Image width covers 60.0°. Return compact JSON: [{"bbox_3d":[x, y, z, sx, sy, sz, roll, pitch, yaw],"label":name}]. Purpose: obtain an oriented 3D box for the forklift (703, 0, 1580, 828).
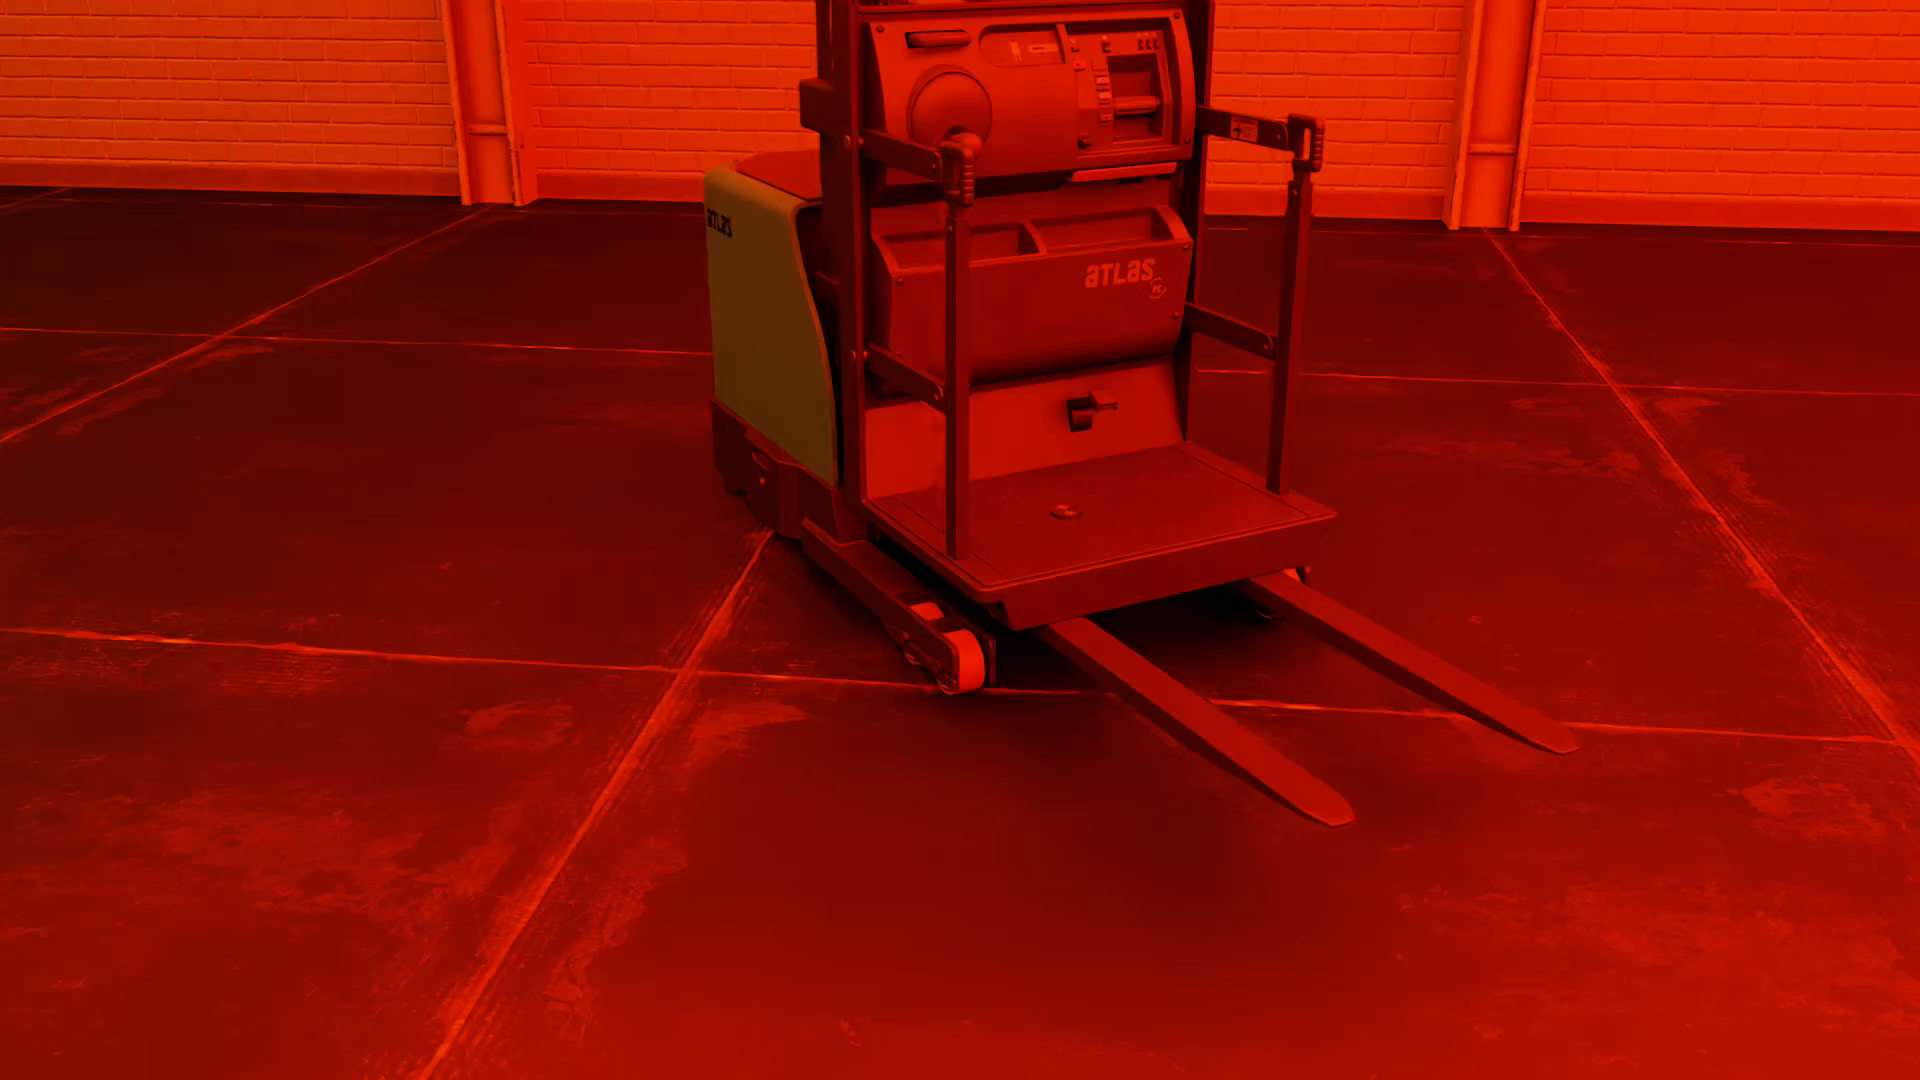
[{"bbox_3d":[0.305,-1.158,4.129,1.130,2.935,3.031,-11,24,-26],"label":"forklift"}]
